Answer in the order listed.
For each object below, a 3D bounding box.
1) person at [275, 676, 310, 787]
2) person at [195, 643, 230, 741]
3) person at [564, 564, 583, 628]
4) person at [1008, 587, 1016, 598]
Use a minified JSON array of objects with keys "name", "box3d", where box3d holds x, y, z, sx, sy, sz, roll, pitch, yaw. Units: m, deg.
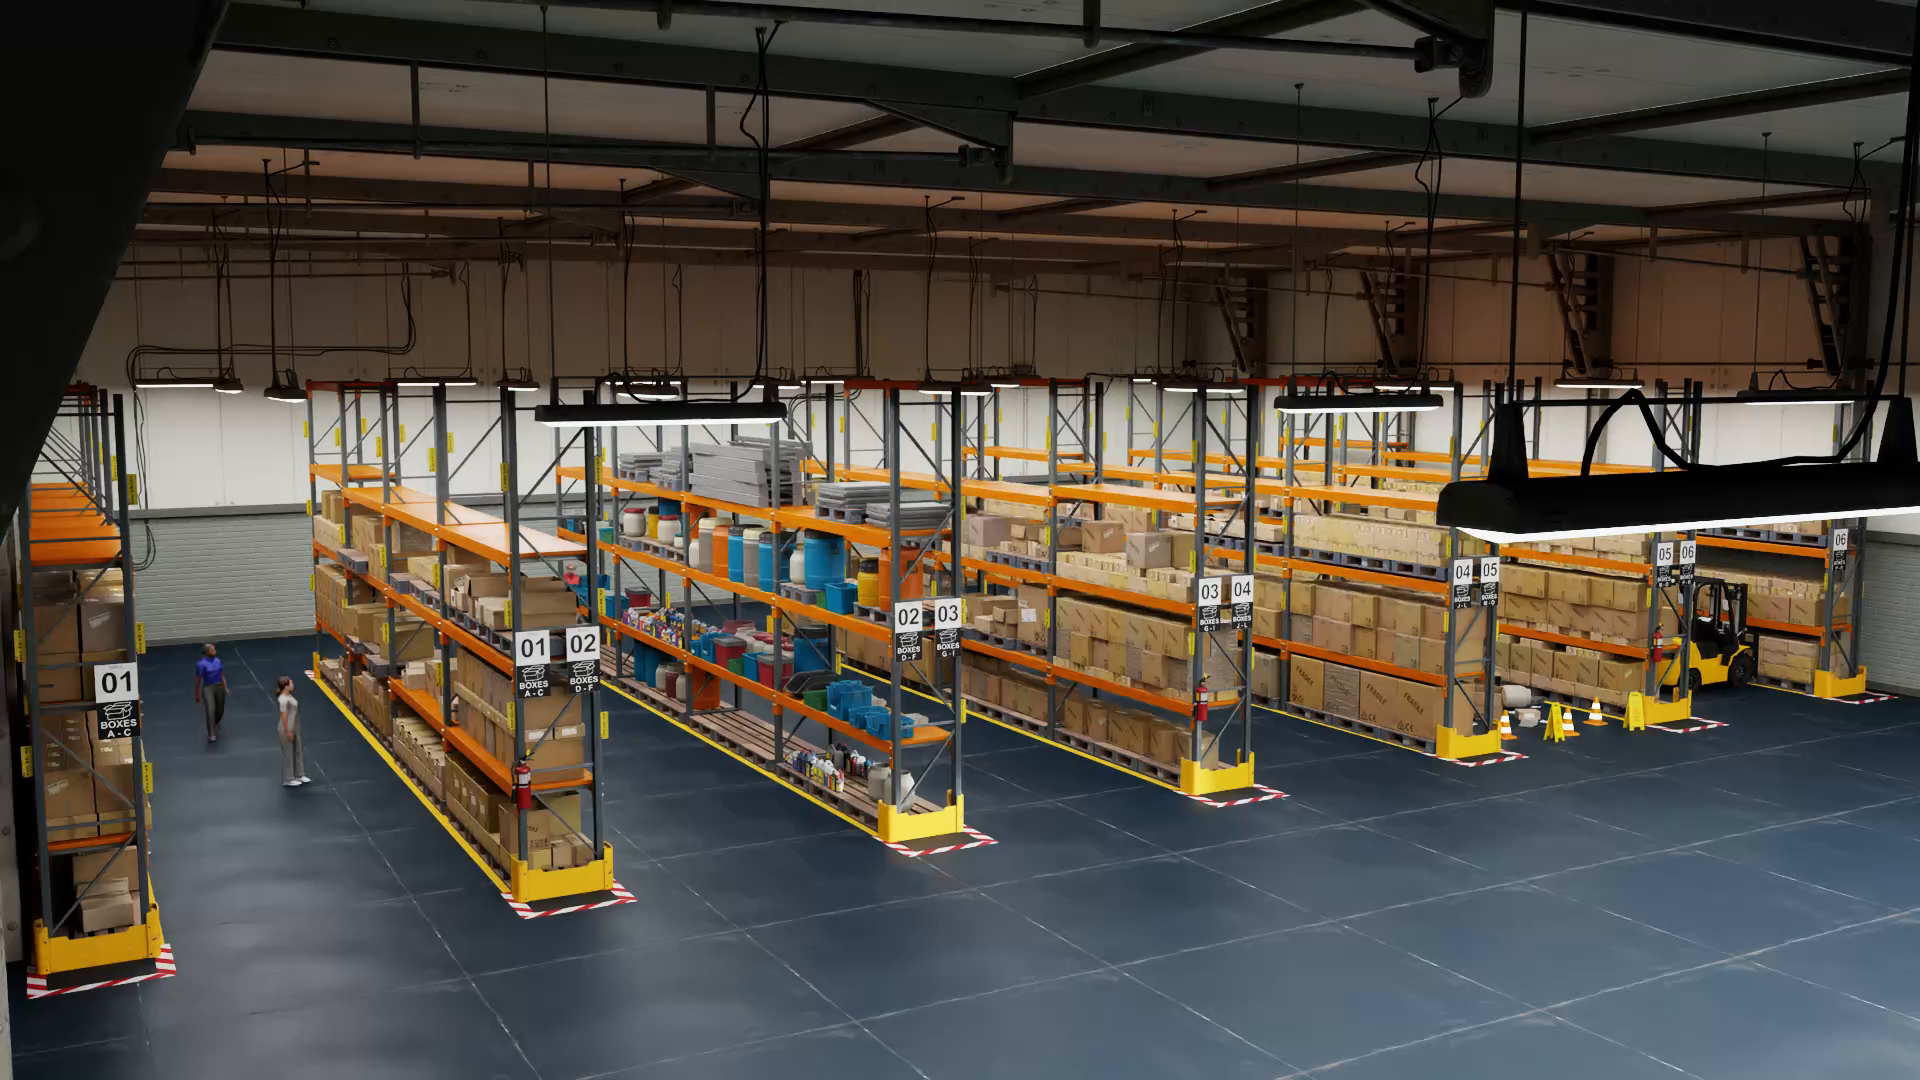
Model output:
[{"name":"person","box3d":[-10.044,2.858,24.959,0.377,1.670,0.508,1,6,5]},{"name":"person","box3d":[-12.657,2.537,28.123,0.536,1.605,0.931,-4,7,-36]},{"name":"person","box3d":[-8.909,1.406,38.157,0.540,1.720,0.636,0,6,-2]},{"name":"person","box3d":[1.315,0.801,44.319,0.477,1.692,0.703,4,7,35]}]
